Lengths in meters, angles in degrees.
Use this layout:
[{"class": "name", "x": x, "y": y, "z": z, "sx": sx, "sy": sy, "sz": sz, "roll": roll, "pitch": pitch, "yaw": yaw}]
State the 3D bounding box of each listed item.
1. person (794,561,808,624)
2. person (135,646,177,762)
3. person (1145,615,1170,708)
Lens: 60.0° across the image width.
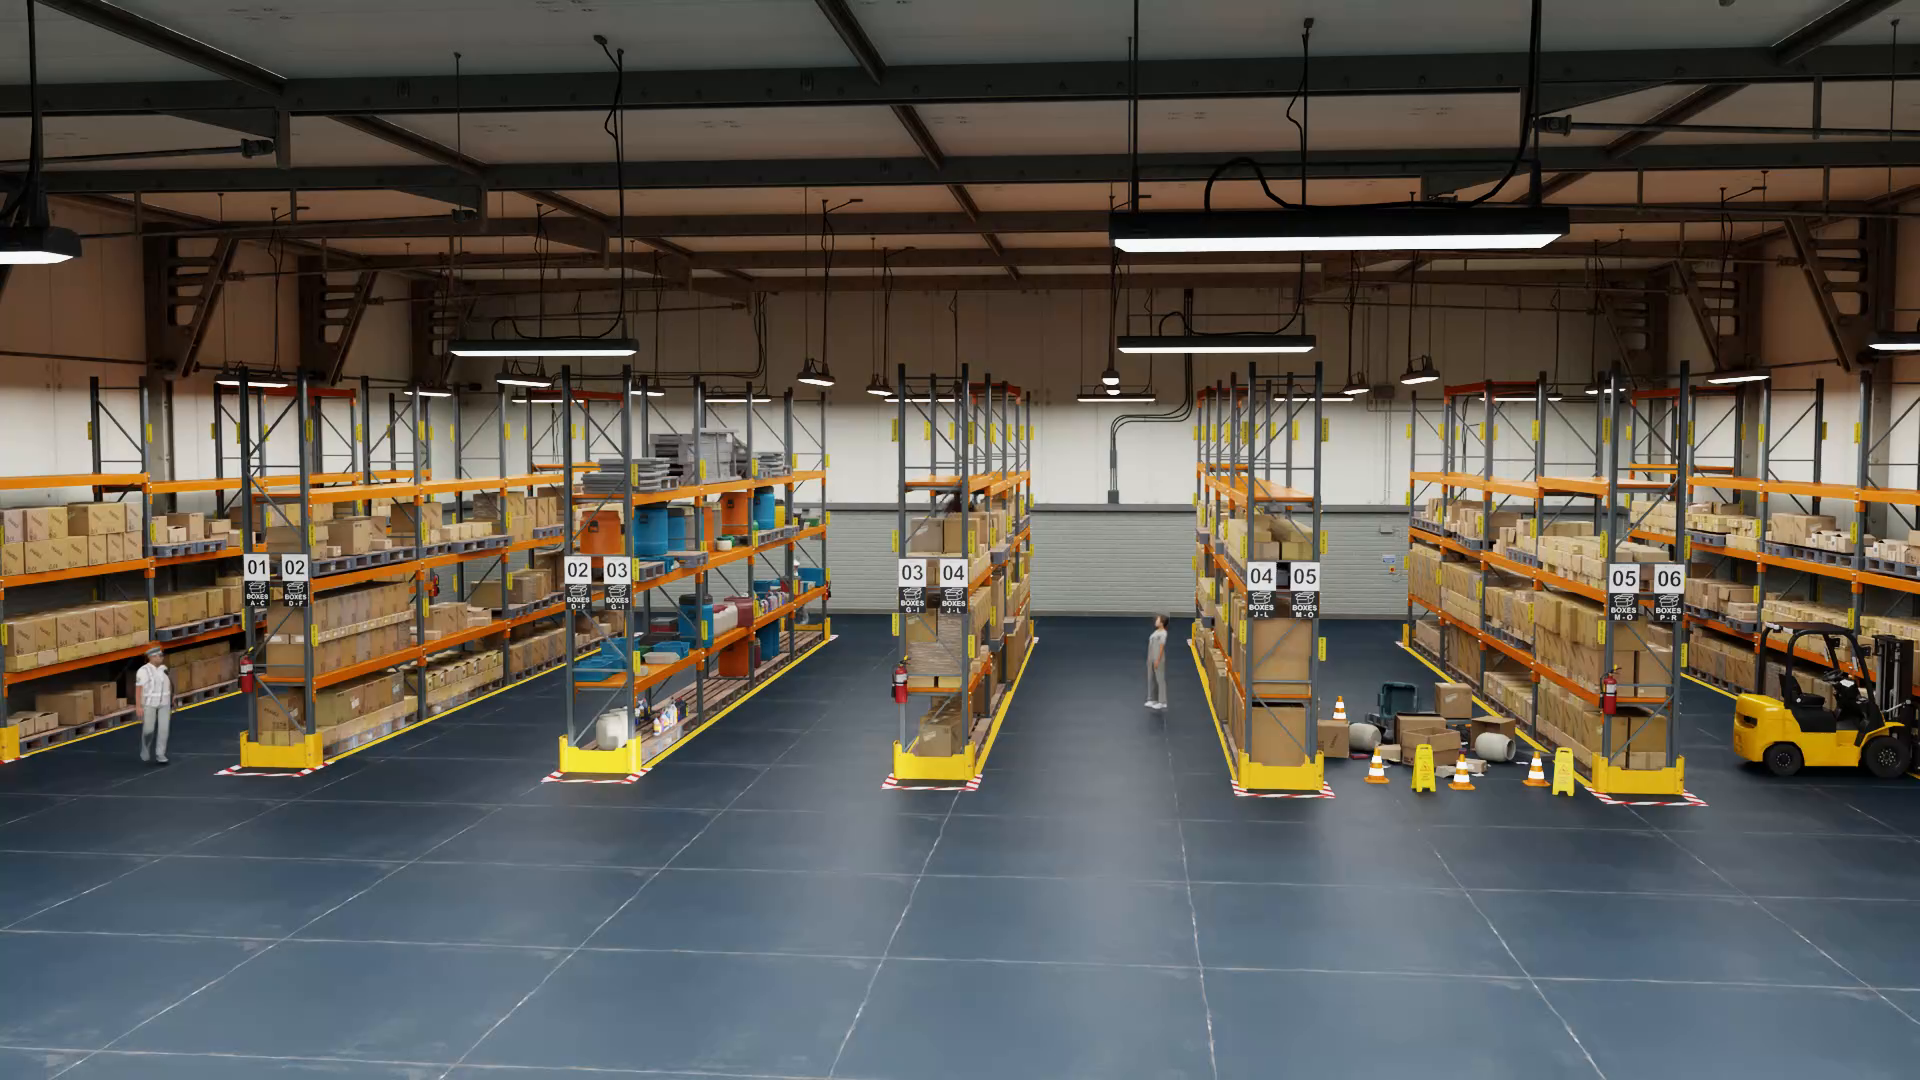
[{"class": "person", "x": -4.220, "y": 1.402, "z": 42.737, "sx": 0.586, "sy": 1.733, "sz": 1.056, "roll": 1, "pitch": 4, "yaw": 11}, {"class": "person", "x": -12.212, "y": 2.487, "z": 25.246, "sx": 0.588, "sy": 1.762, "sz": 0.502, "roll": -3, "pitch": 5, "yaw": -41}, {"class": "person", "x": 3.549, "y": 2.172, "z": 29.884, "sx": 0.412, "sy": 1.667, "sz": 0.472, "roll": -2, "pitch": 4, "yaw": -30}]
